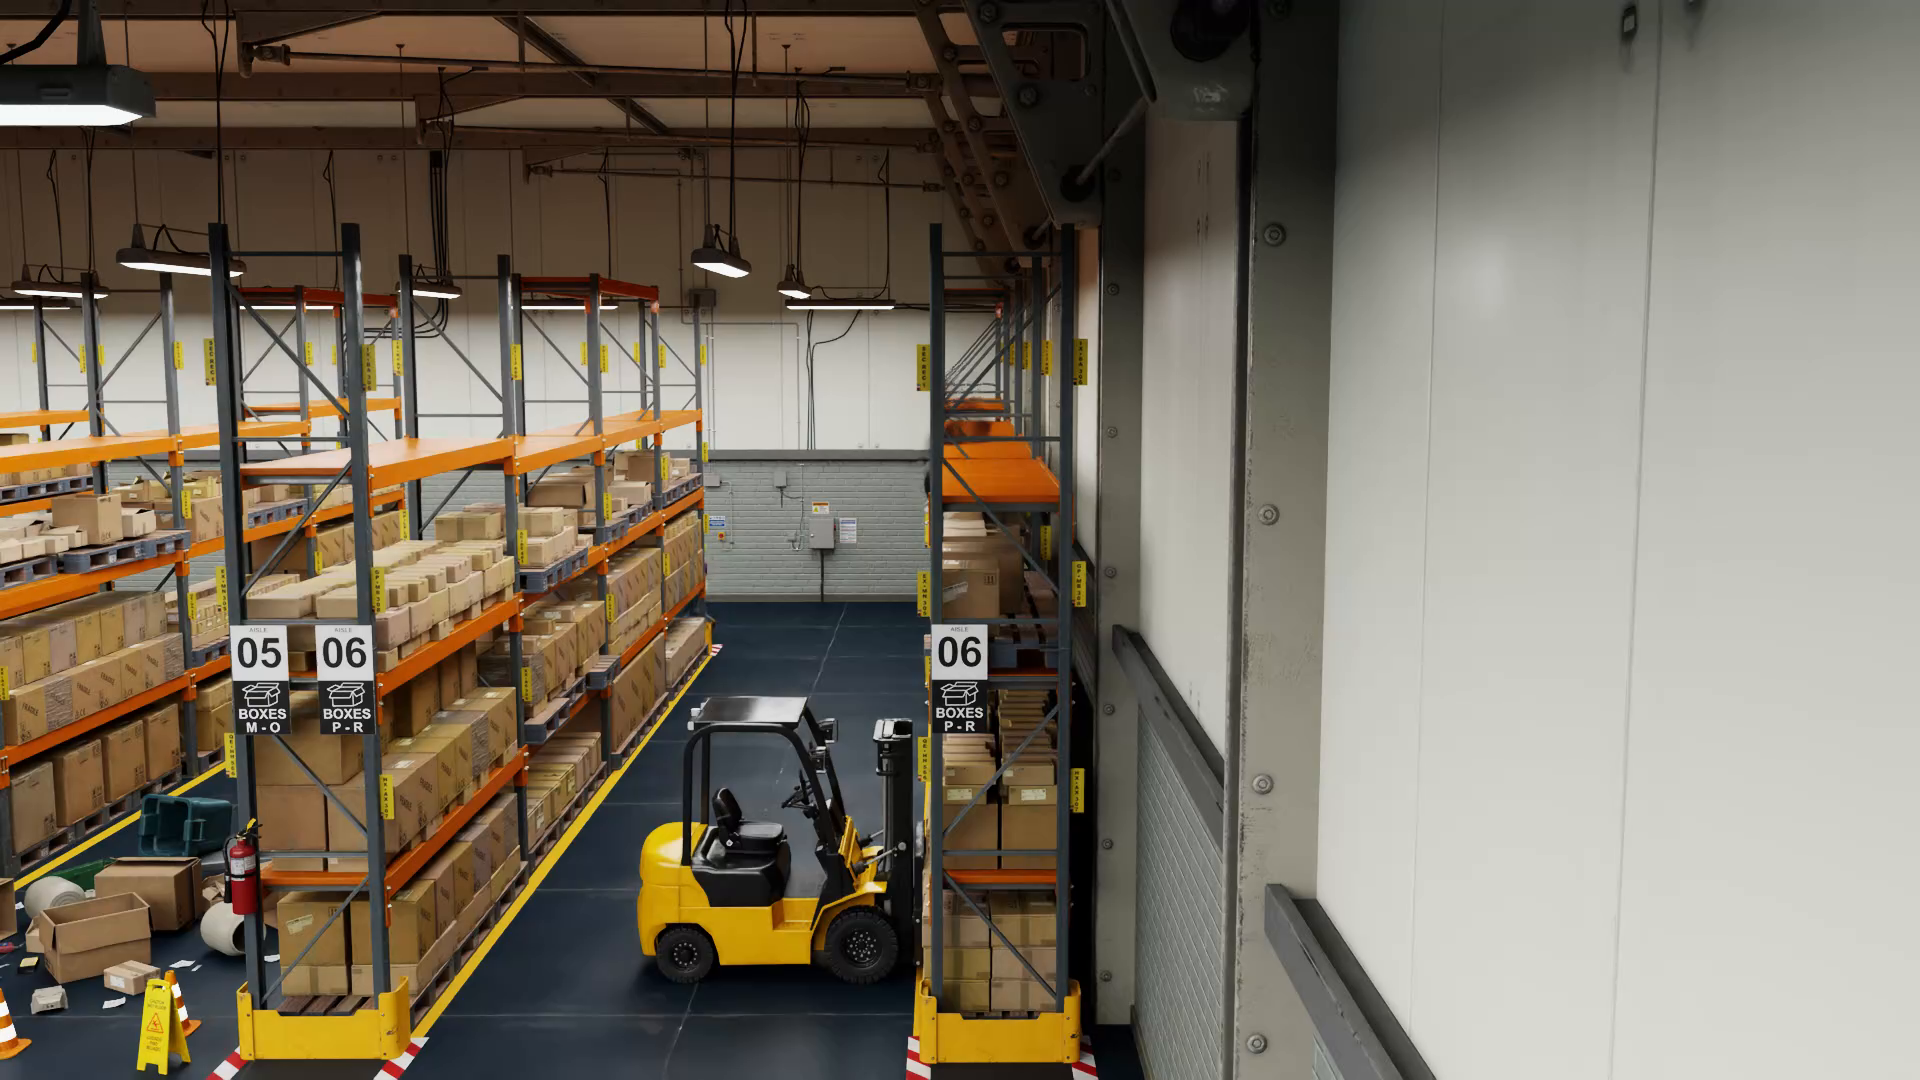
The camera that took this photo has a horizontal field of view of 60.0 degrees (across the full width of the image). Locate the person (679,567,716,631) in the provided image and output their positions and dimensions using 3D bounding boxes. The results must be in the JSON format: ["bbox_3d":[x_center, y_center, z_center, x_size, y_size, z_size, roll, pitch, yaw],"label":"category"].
[{"bbox_3d":[-4.770,0.915,29.262,0.818,1.721,0.775,4,8,28],"label":"person"}]
